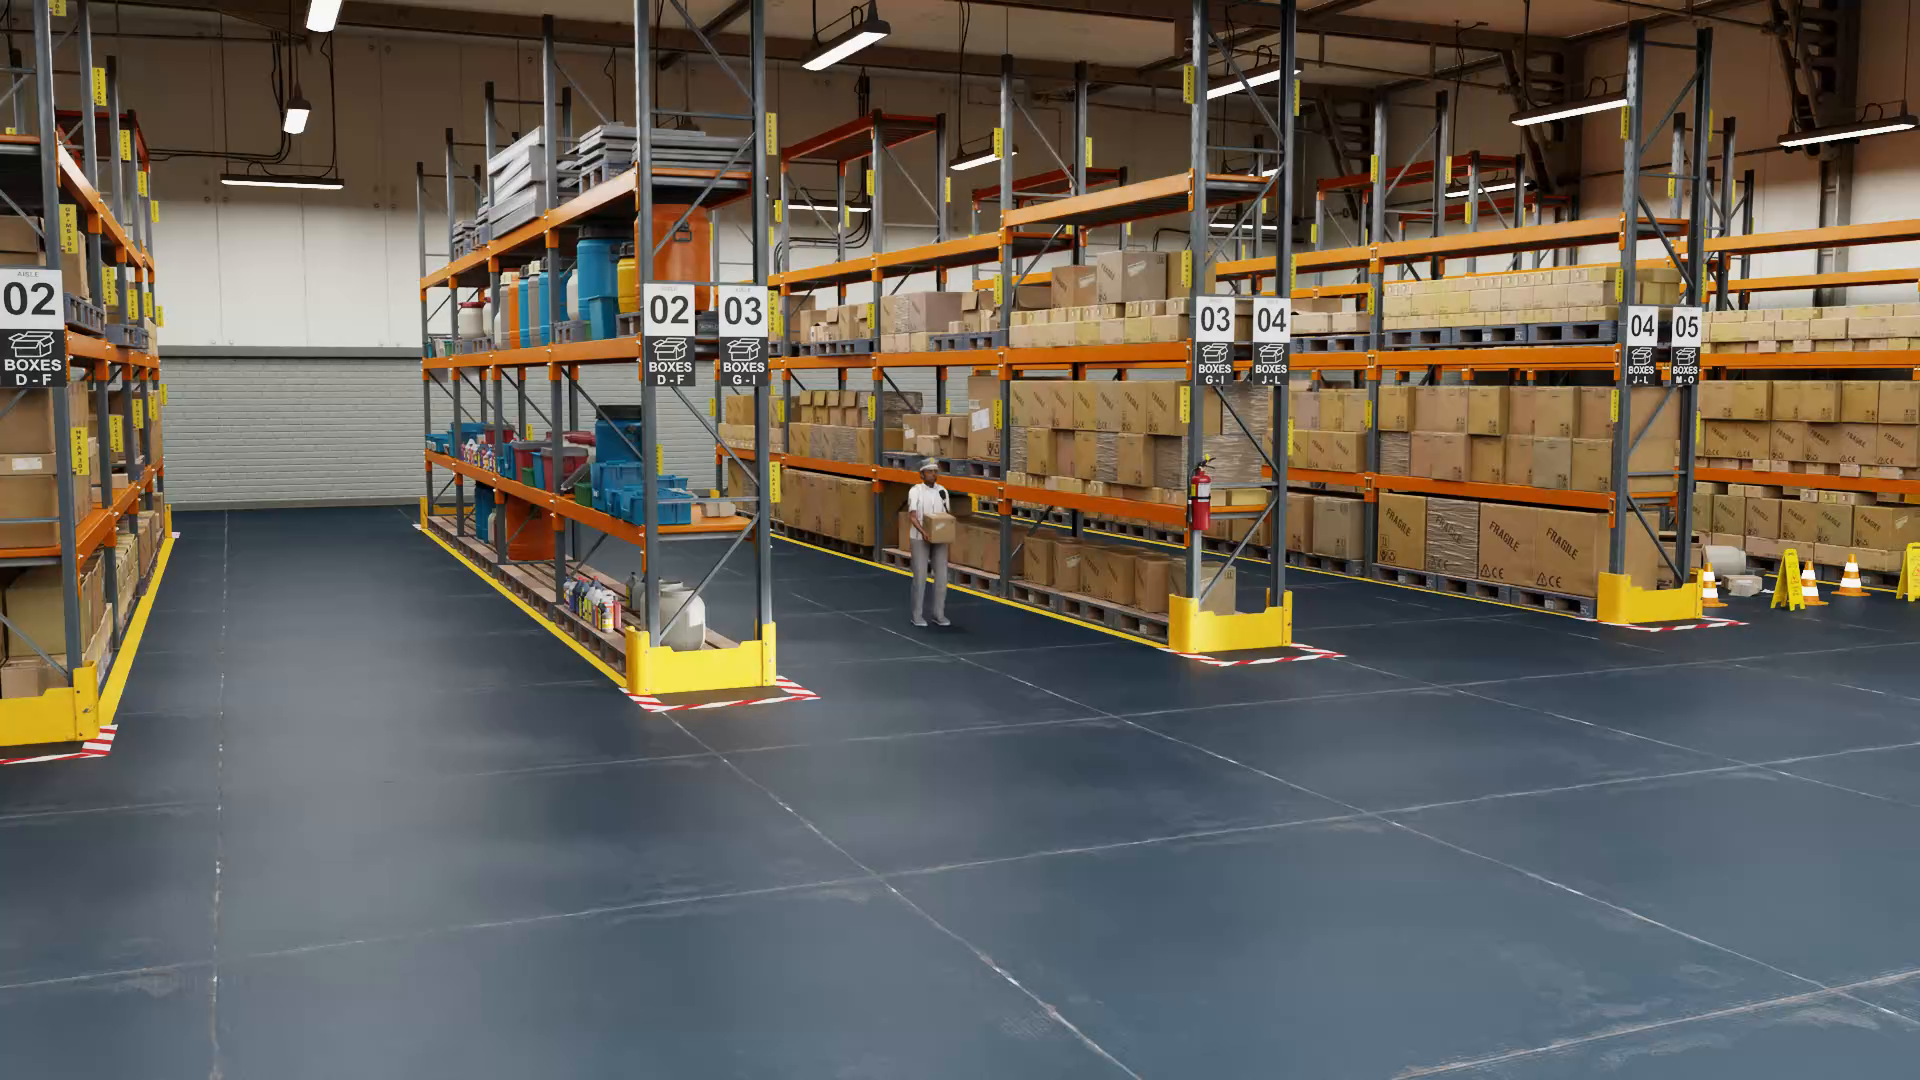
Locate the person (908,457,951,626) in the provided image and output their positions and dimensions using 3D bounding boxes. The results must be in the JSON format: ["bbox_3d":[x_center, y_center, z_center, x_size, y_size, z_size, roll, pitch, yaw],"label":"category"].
[{"bbox_3d":[-0.283,0.016,16.705,0.450,1.688,0.540,-2,6,-23],"label":"person"}]
